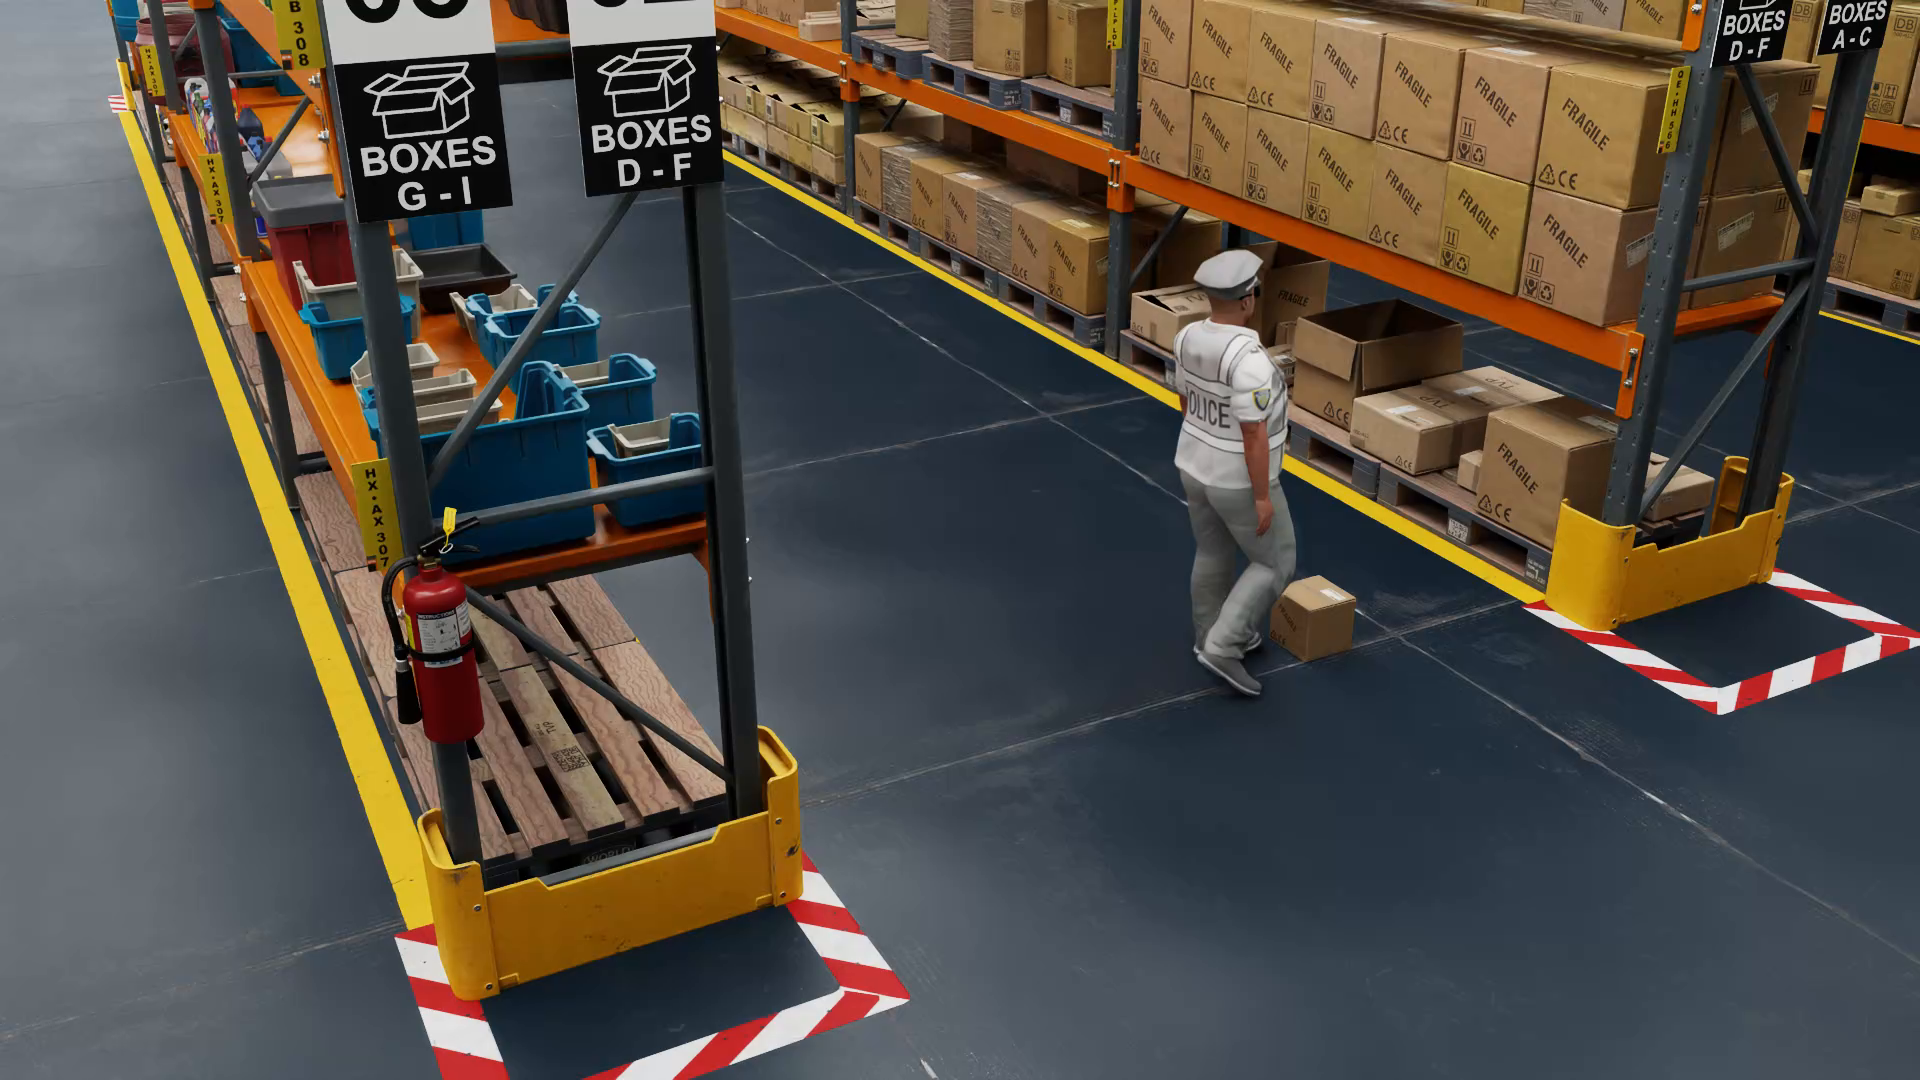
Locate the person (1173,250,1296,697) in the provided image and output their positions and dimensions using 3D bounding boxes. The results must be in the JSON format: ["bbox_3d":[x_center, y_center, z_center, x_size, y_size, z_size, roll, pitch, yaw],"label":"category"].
[{"bbox_3d":[1.111,-0.264,6.640,0.488,1.811,0.567,-13,28,-25],"label":"person"}]
